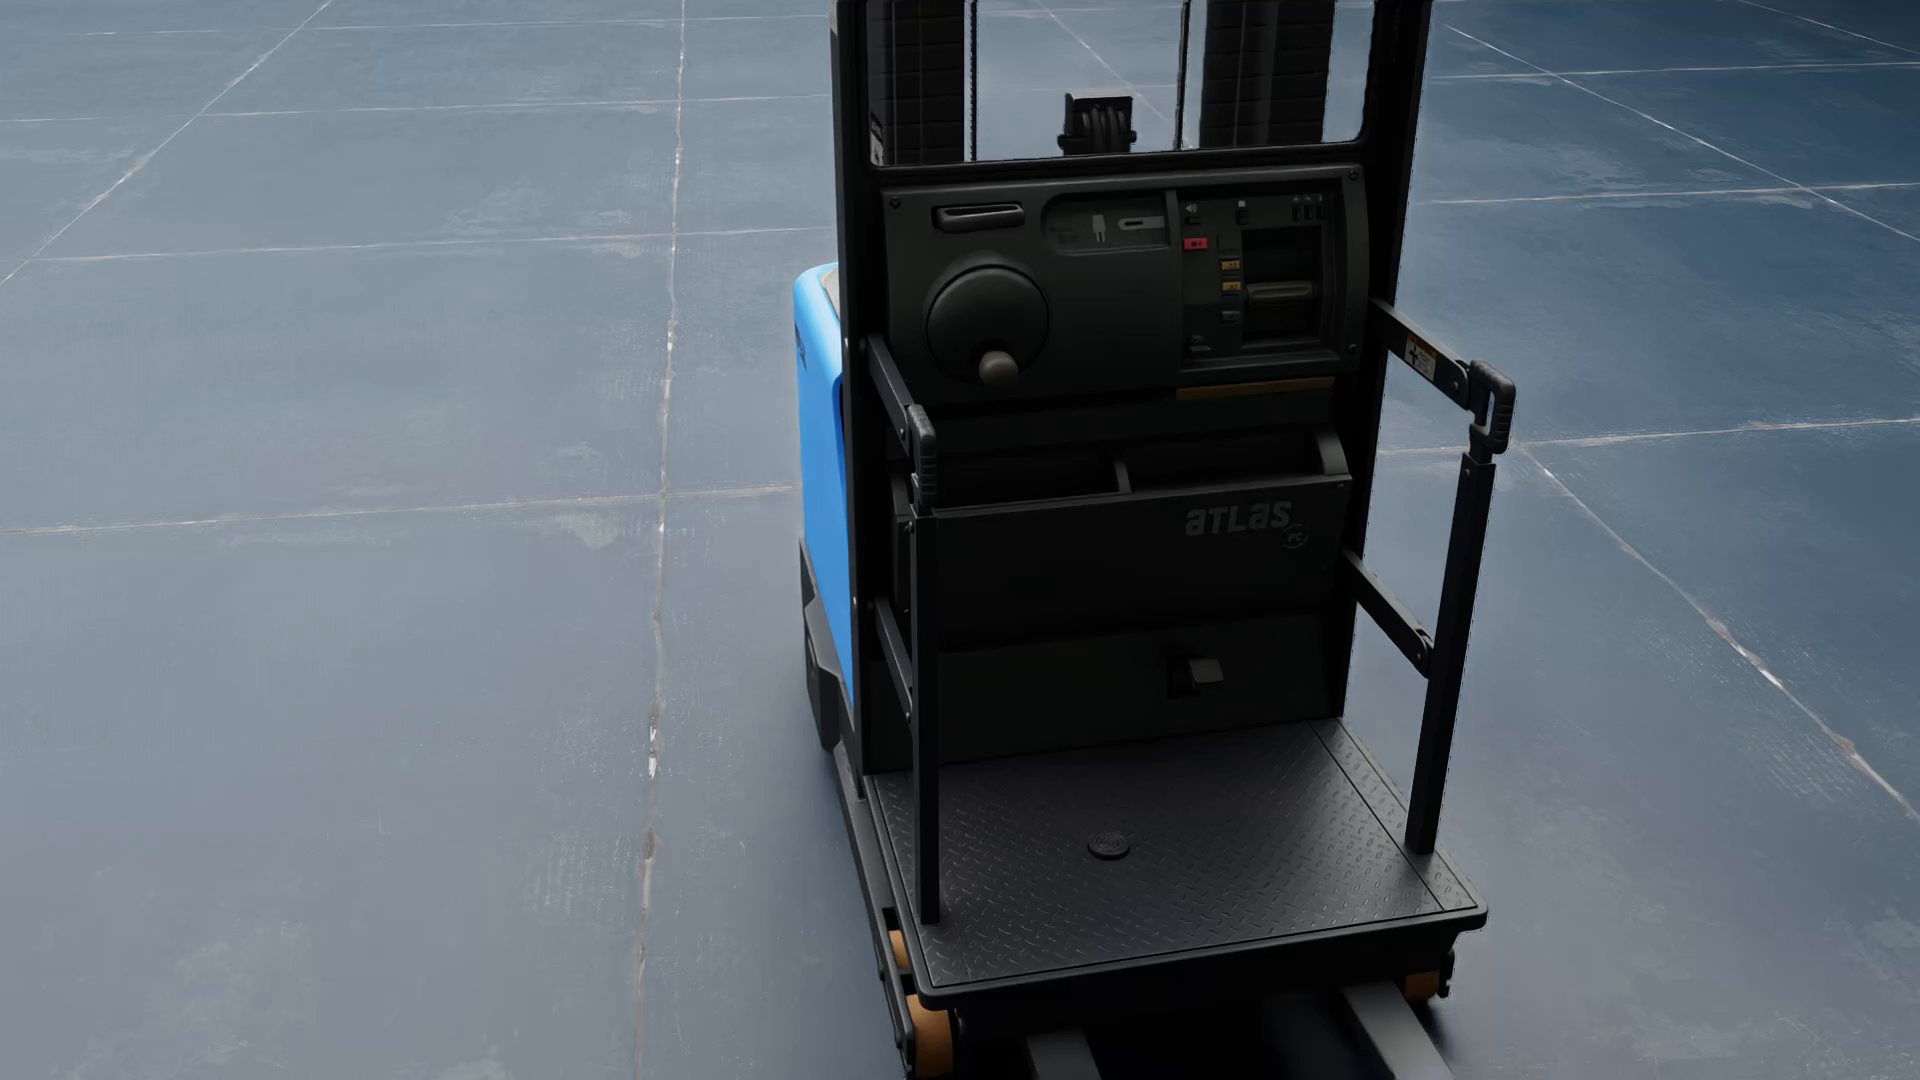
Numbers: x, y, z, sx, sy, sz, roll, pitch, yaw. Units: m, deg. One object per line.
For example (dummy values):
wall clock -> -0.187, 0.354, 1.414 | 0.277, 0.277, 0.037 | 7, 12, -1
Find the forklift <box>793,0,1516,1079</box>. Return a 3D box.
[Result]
forklift -> 0.366, -0.450, 2.917 | 1.130, 2.935, 3.031 | -6, 28, -11
